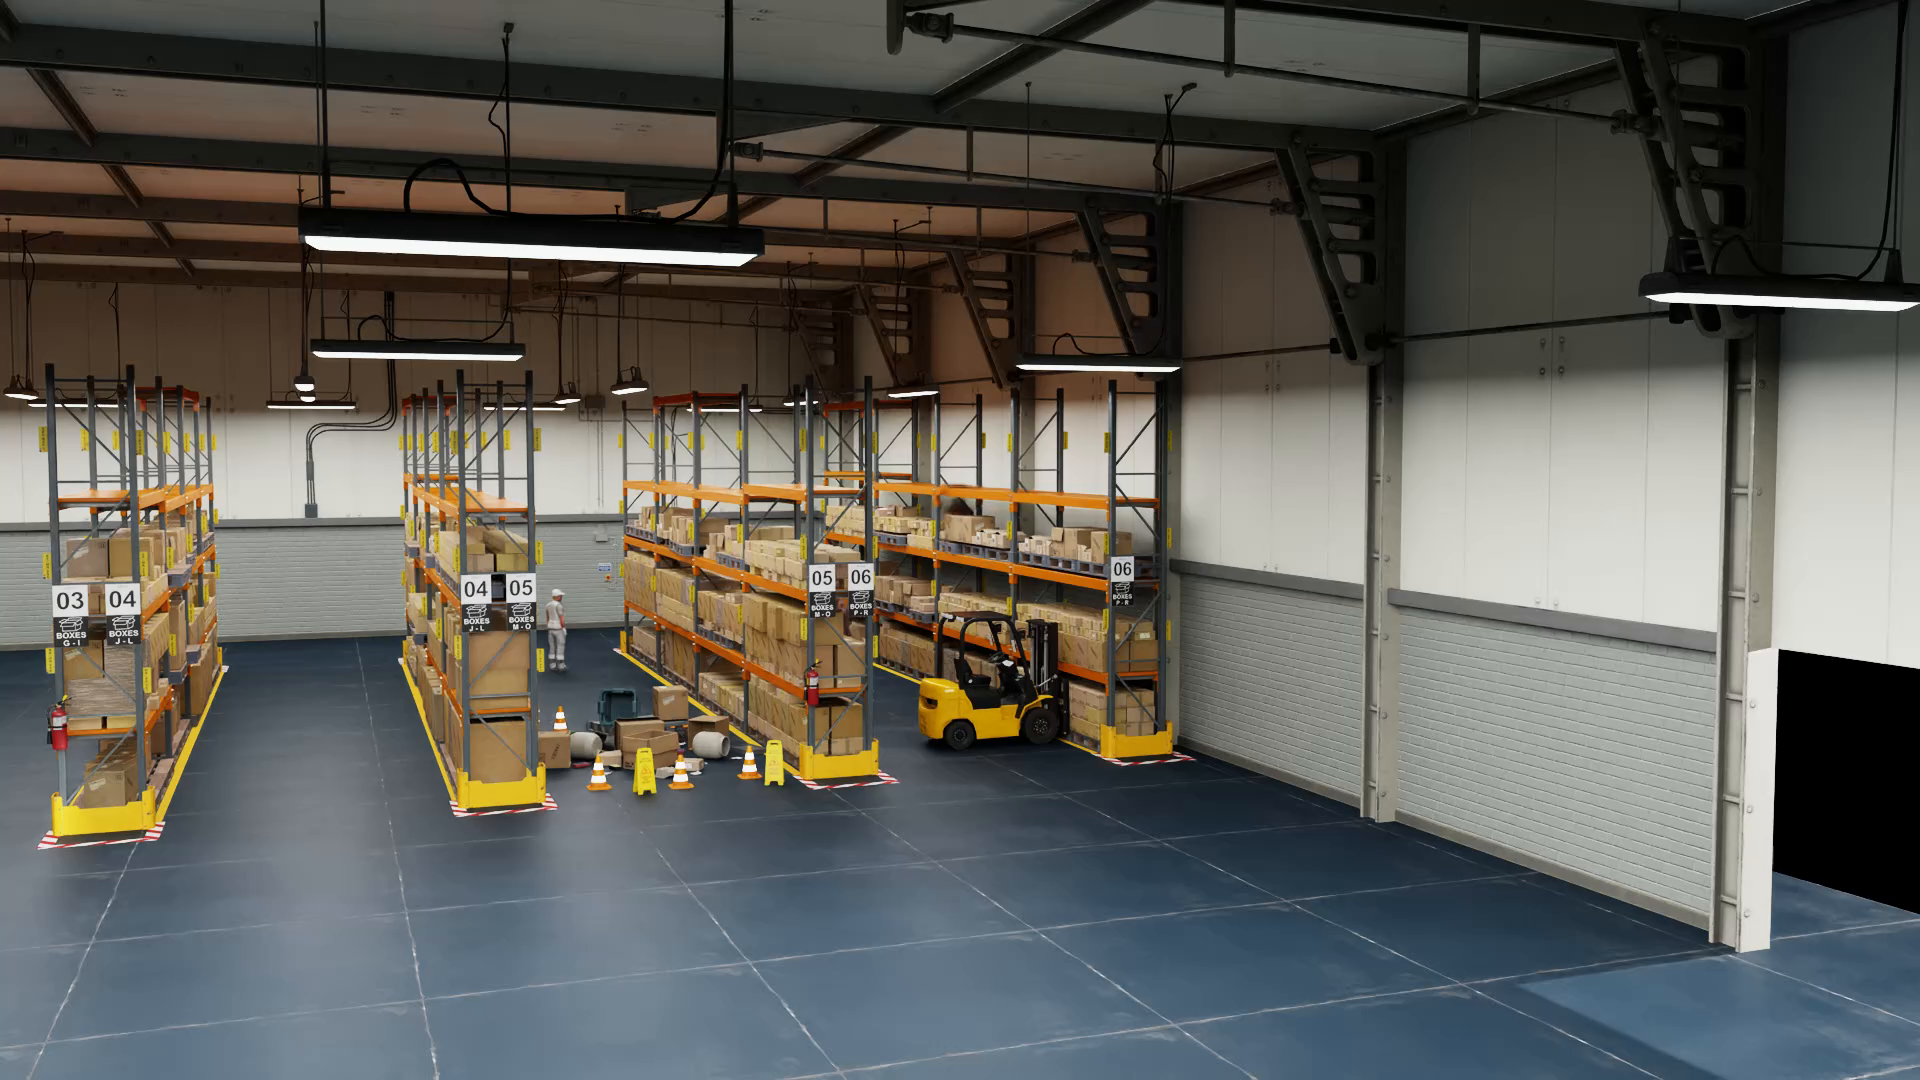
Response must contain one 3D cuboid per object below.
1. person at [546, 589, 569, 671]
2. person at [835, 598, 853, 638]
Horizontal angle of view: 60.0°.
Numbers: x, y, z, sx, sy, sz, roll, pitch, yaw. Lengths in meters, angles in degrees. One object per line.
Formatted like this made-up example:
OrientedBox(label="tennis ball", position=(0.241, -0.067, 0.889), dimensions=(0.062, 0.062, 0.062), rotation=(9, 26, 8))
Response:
OrientedBox(label="person", position=(-8.799, 1.969, 36.416), dimensions=(0.619, 1.795, 0.412), rotation=(3, 4, 39))
OrientedBox(label="person", position=(-2.339, 1.965, 32.945), dimensions=(0.667, 1.784, 0.410), rotation=(3, 4, 39))
